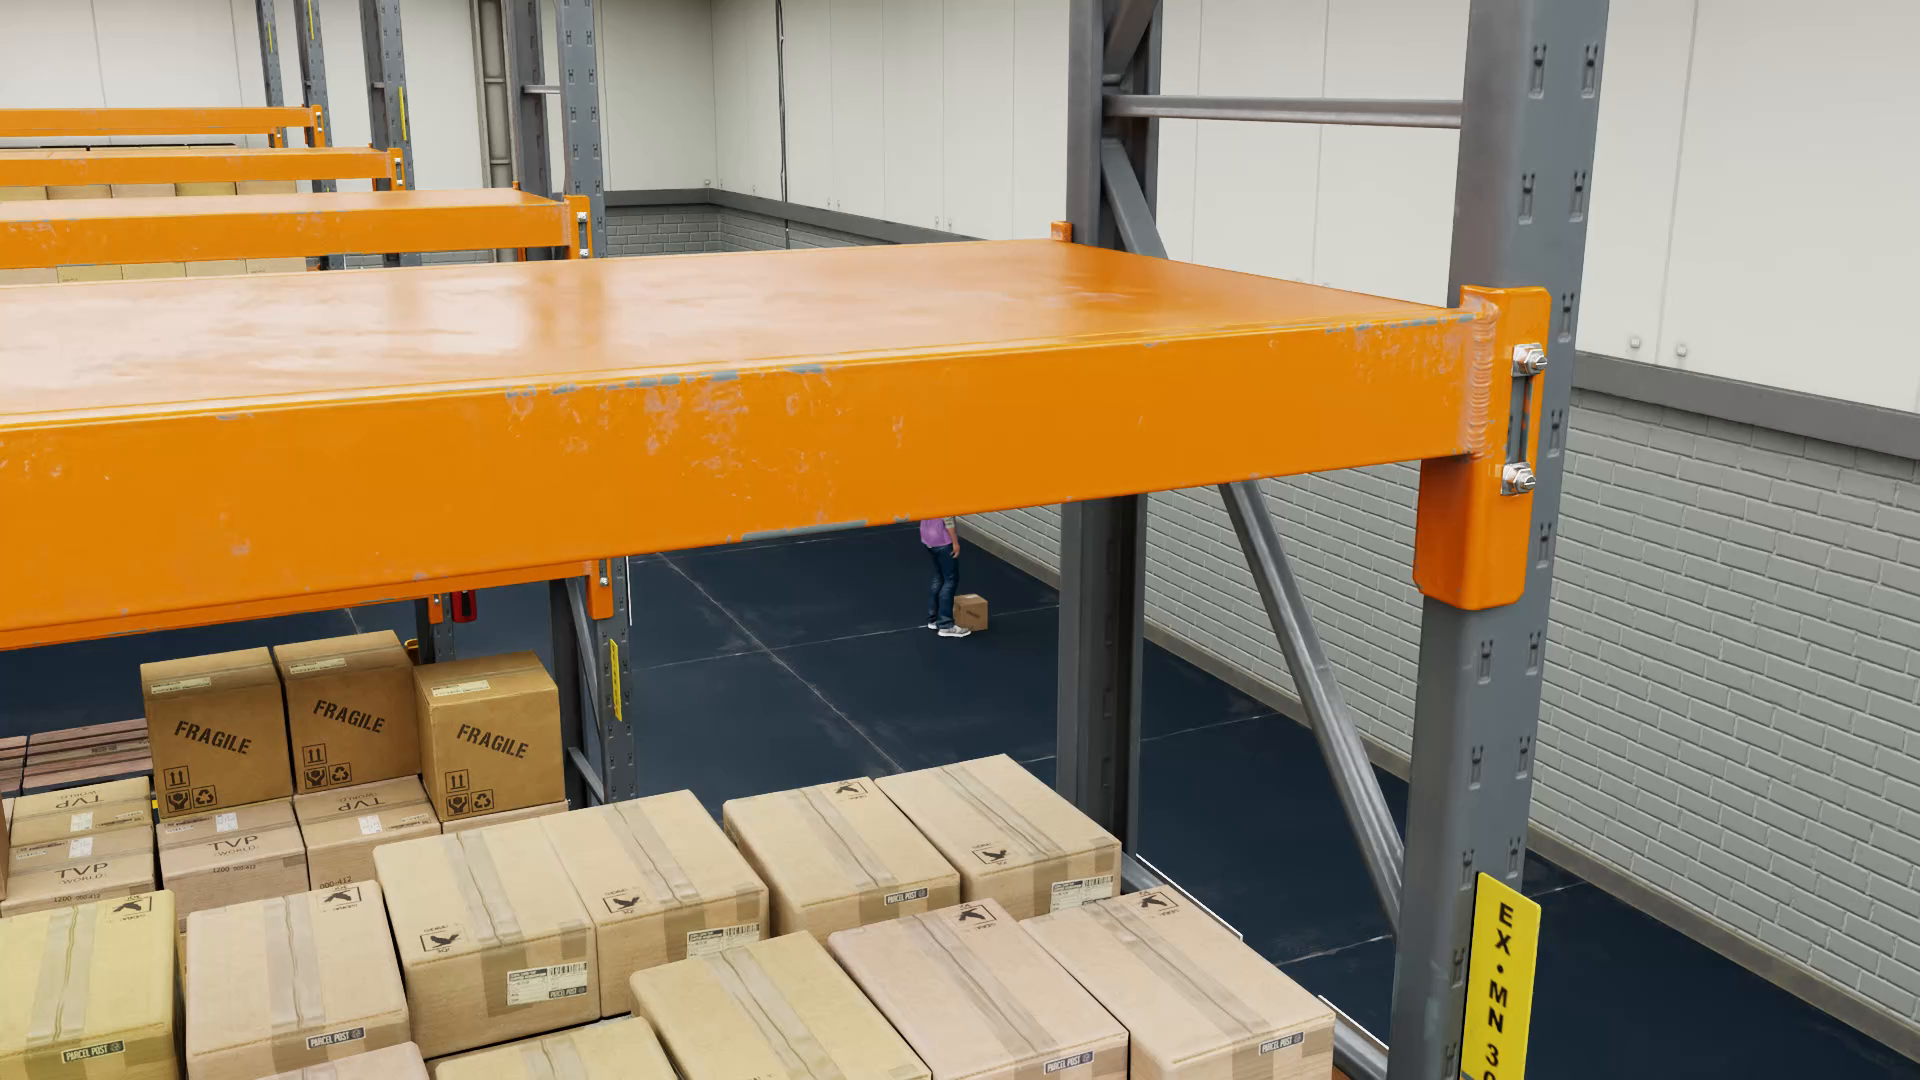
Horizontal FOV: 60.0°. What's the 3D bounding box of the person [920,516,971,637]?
[{"bbox_3d":[-0.143,0.014,14.017,0.346,1.580,0.474,-7,17,-25],"label":"person"}]
